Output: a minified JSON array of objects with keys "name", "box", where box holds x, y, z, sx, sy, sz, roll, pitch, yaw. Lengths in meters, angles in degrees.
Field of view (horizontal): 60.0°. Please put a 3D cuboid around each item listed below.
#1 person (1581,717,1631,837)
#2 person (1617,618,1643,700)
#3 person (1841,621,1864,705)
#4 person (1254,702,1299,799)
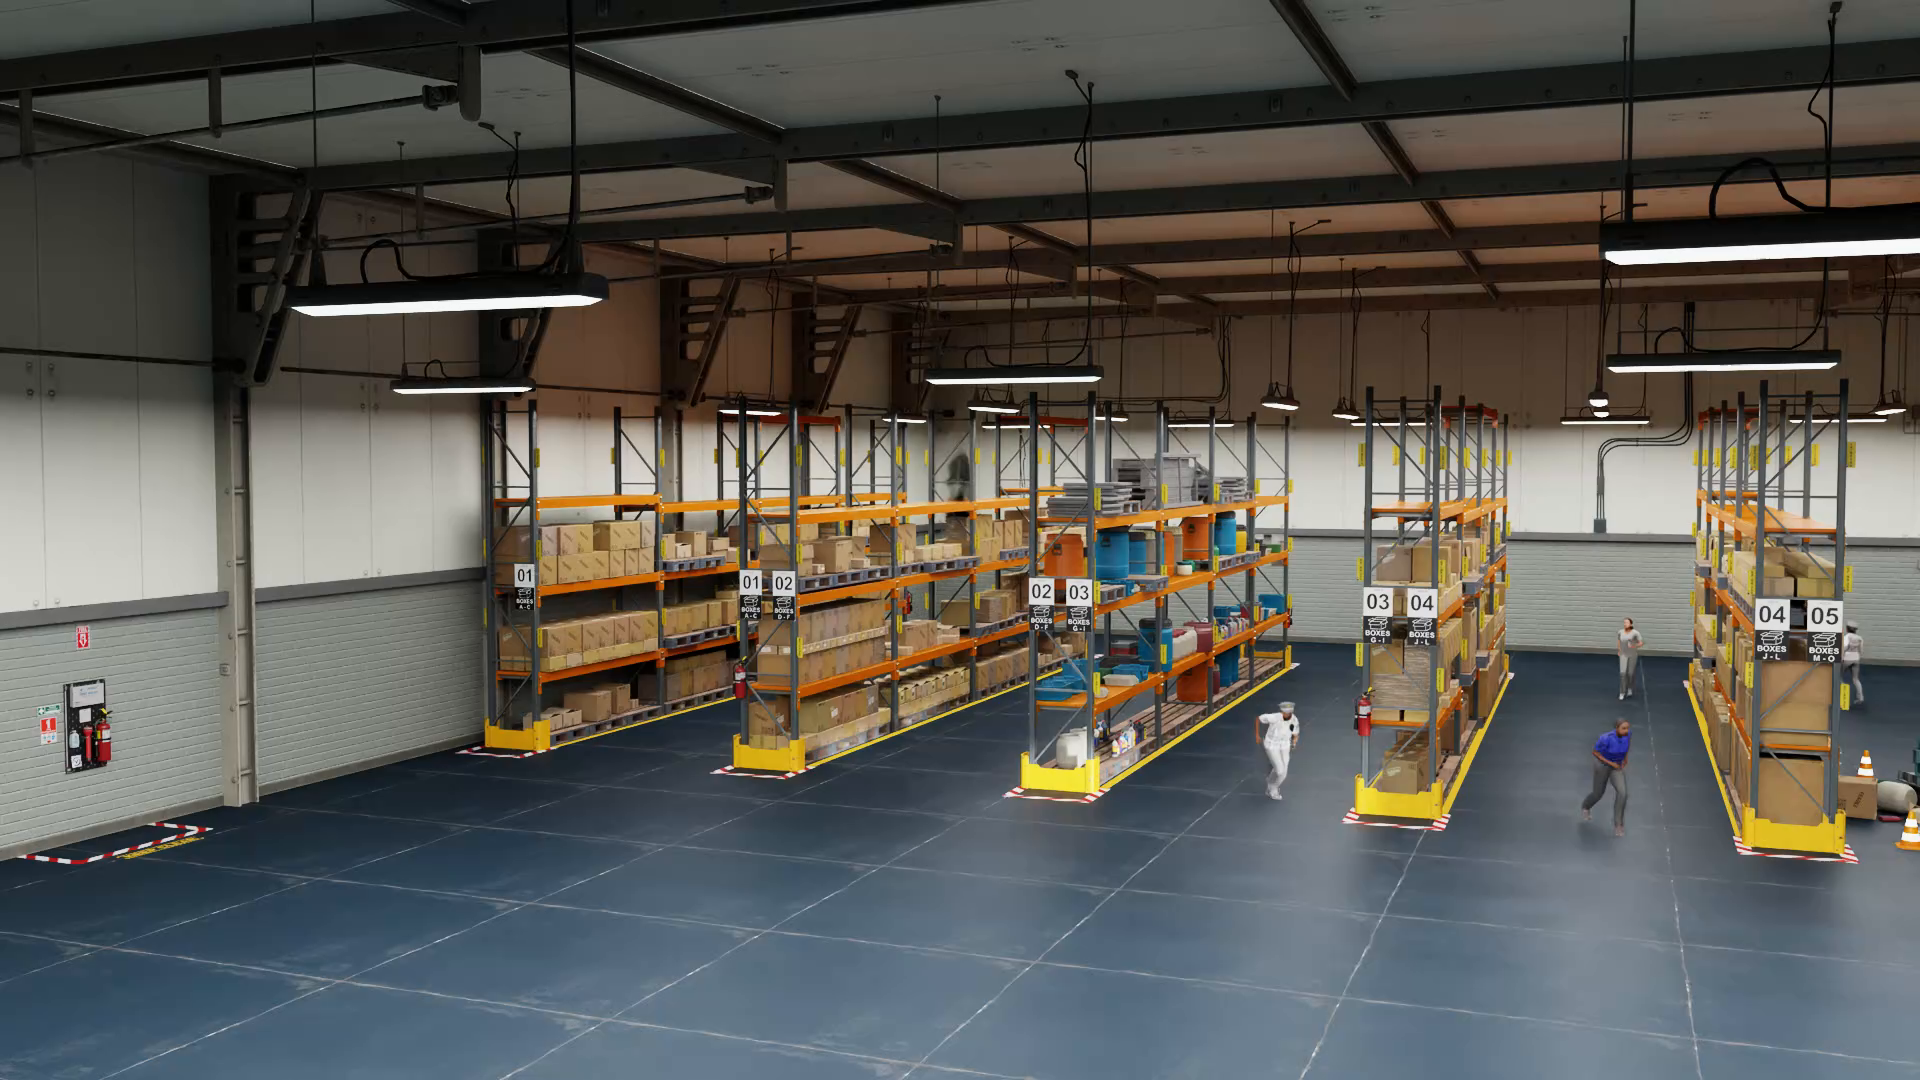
[{"name":"person","box":[8.702,3.136,22.410,0.617,1.615,0.967,-1,3,-14]},{"name":"person","box":[13.949,2.472,34.636,0.550,1.729,0.752,2,3,32]},{"name":"person","box":[17.946,2.500,33.494,0.597,1.746,0.769,0,3,-1]},{"name":"person","box":[4.599,3.065,24.158,0.603,1.492,0.857,-1,3,-12]}]
